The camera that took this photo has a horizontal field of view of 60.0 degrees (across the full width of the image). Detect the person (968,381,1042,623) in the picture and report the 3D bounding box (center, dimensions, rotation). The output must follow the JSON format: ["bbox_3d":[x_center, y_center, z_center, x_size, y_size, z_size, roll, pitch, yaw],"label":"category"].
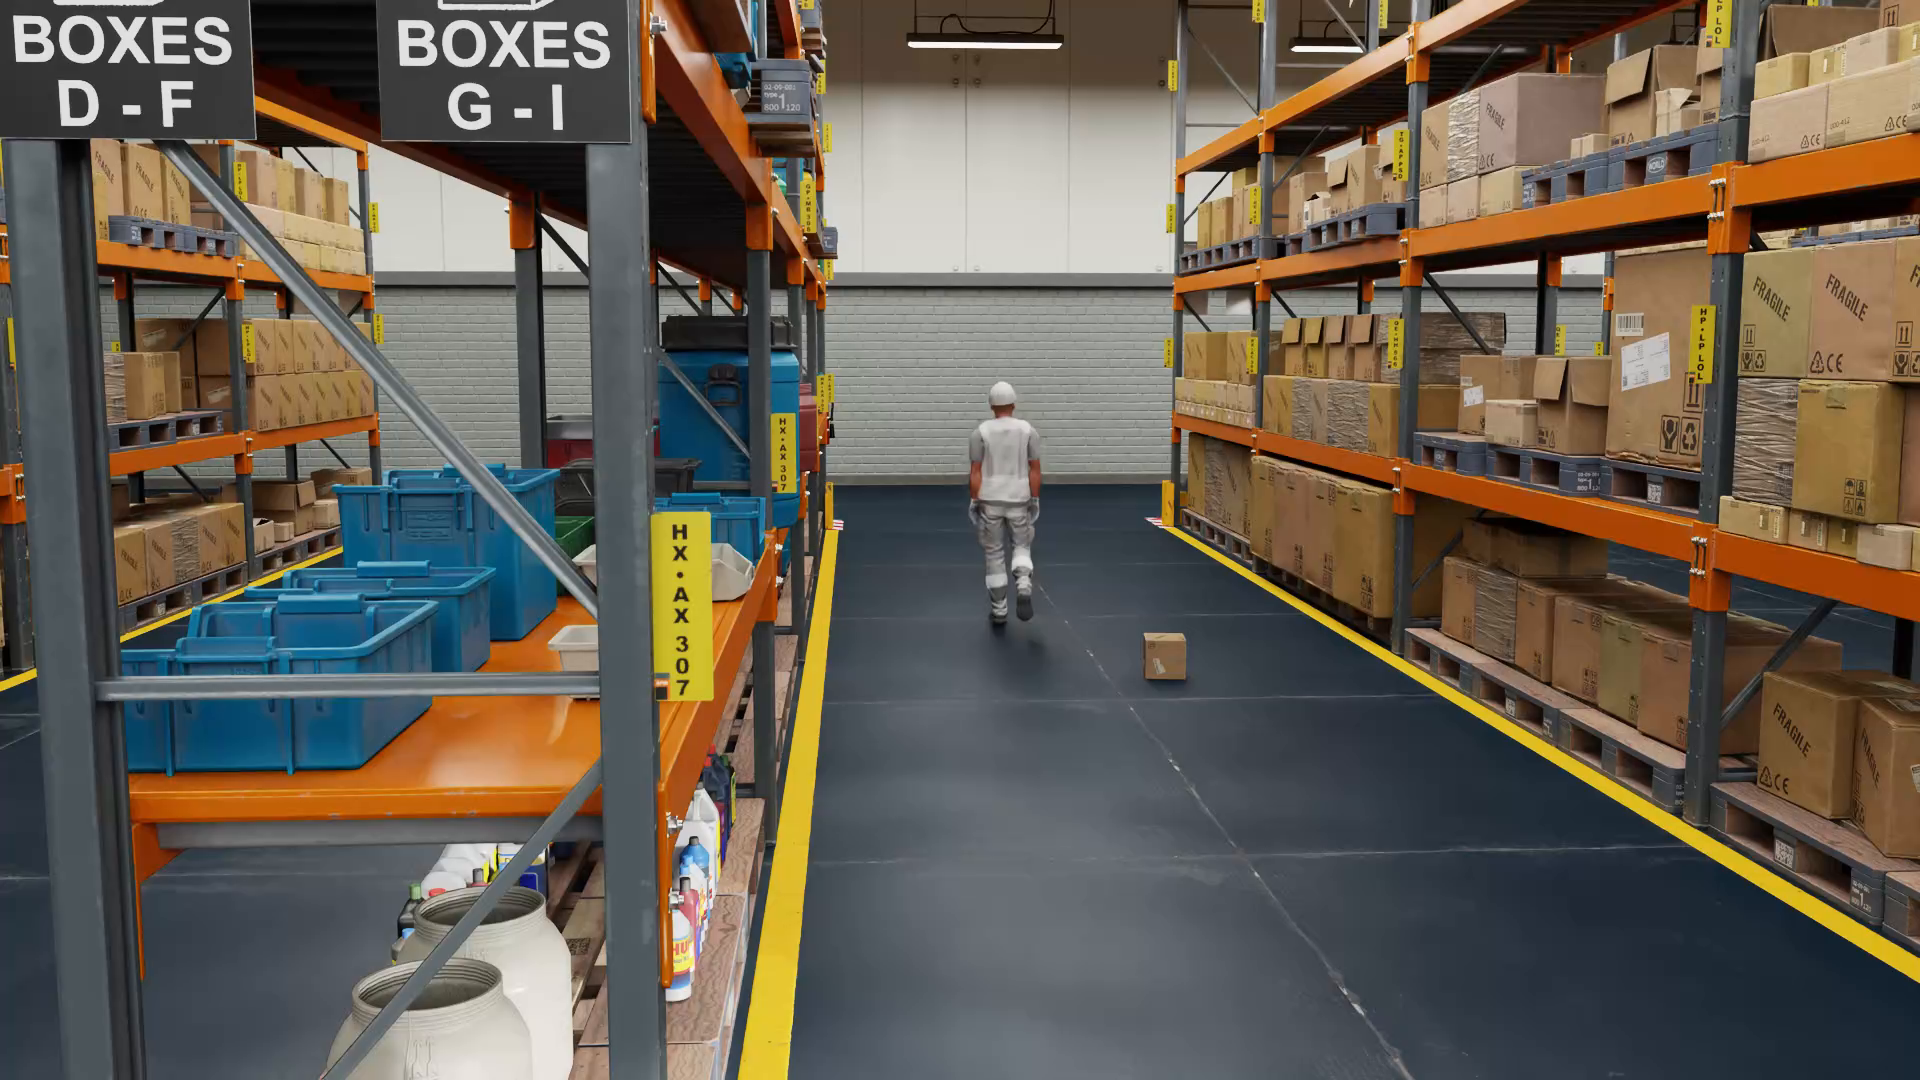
[{"bbox_3d":[0.331,-0.273,12.230,0.533,1.781,0.506,-1,7,-6],"label":"person"}]
